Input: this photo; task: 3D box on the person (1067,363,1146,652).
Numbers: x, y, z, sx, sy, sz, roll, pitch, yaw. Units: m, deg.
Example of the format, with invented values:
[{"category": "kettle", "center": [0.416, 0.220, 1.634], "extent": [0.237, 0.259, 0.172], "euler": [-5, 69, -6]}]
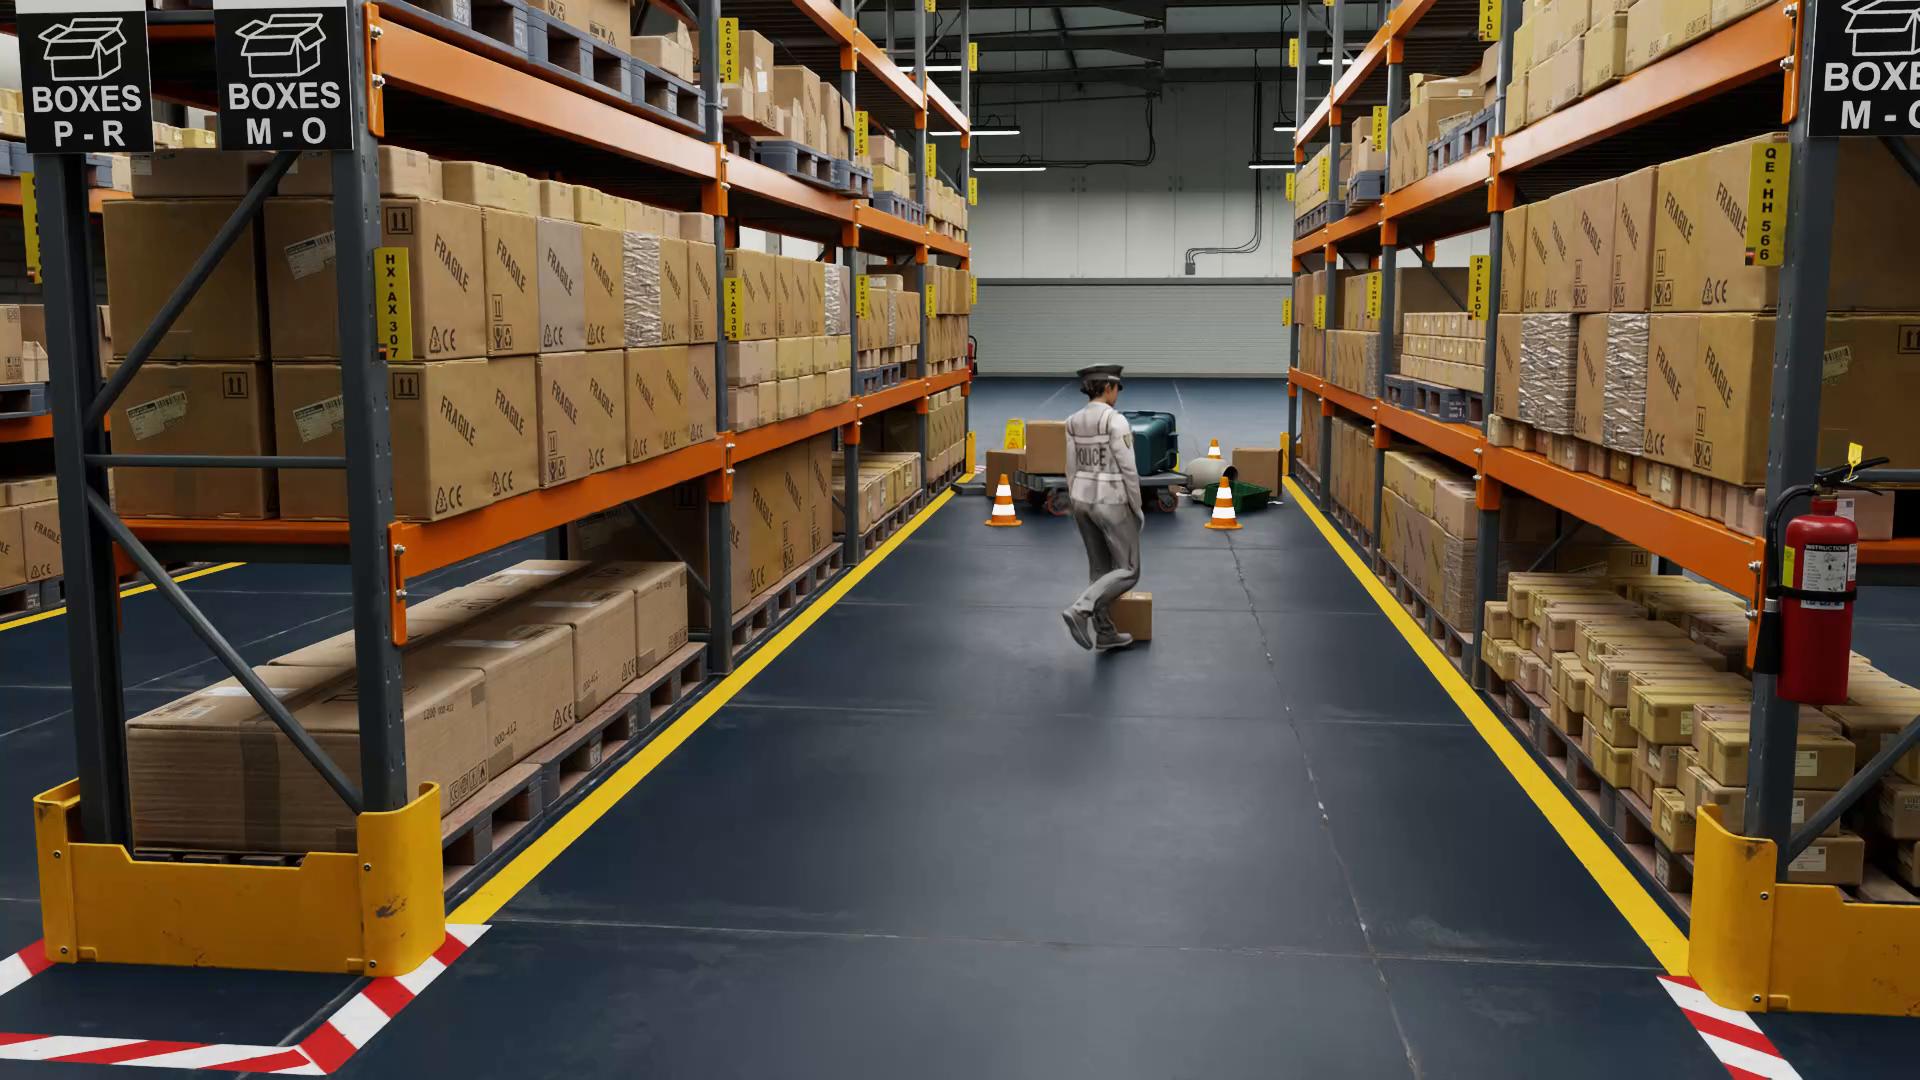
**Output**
[{"category": "person", "center": [0.804, -0.172, 9.453], "extent": [0.656, 1.654, 0.507], "euler": [-6, 10, -39]}]
